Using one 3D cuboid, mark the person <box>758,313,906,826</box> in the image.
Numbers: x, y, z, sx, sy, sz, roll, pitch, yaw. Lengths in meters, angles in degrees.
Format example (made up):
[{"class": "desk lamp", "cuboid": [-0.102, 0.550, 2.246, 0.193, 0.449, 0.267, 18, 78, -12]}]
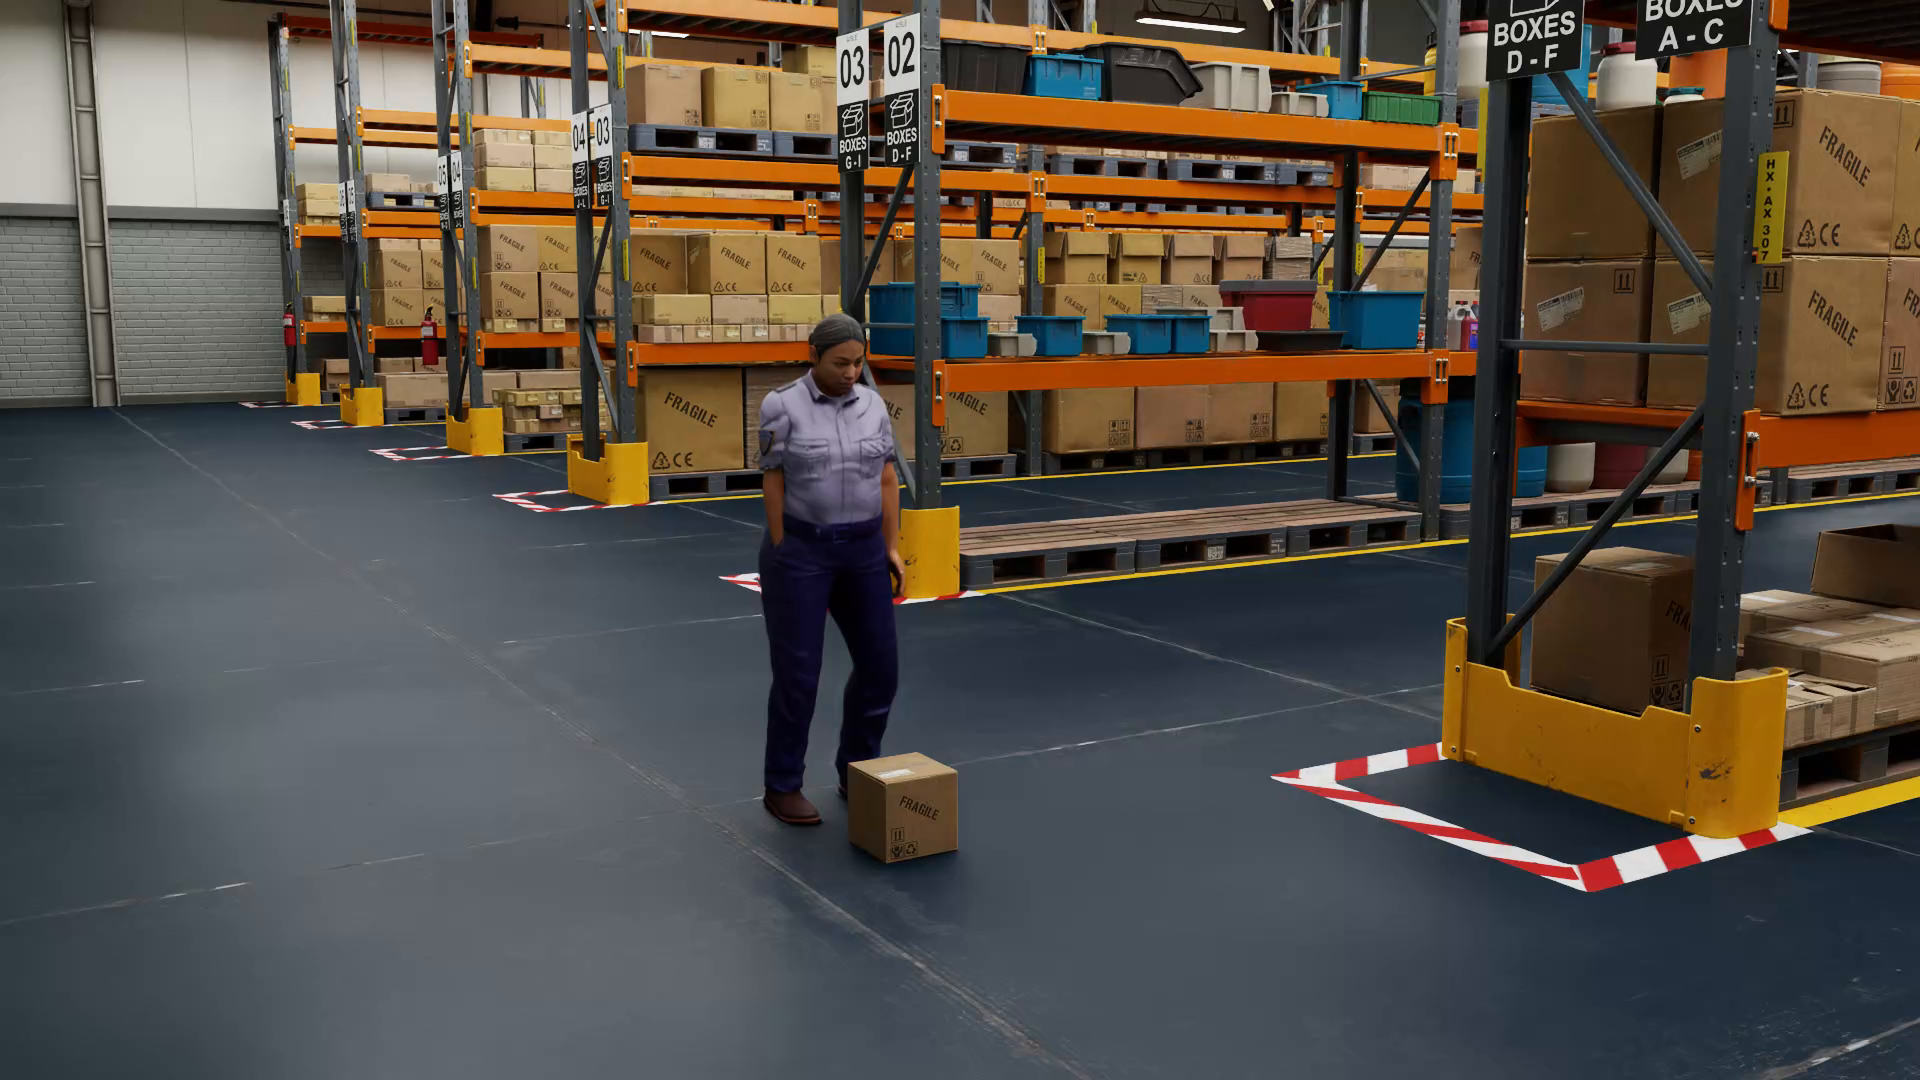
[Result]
[{"class": "person", "cuboid": [-0.416, 0.081, 5.419, 0.483, 1.631, 0.352, -5, 10, -30]}]
